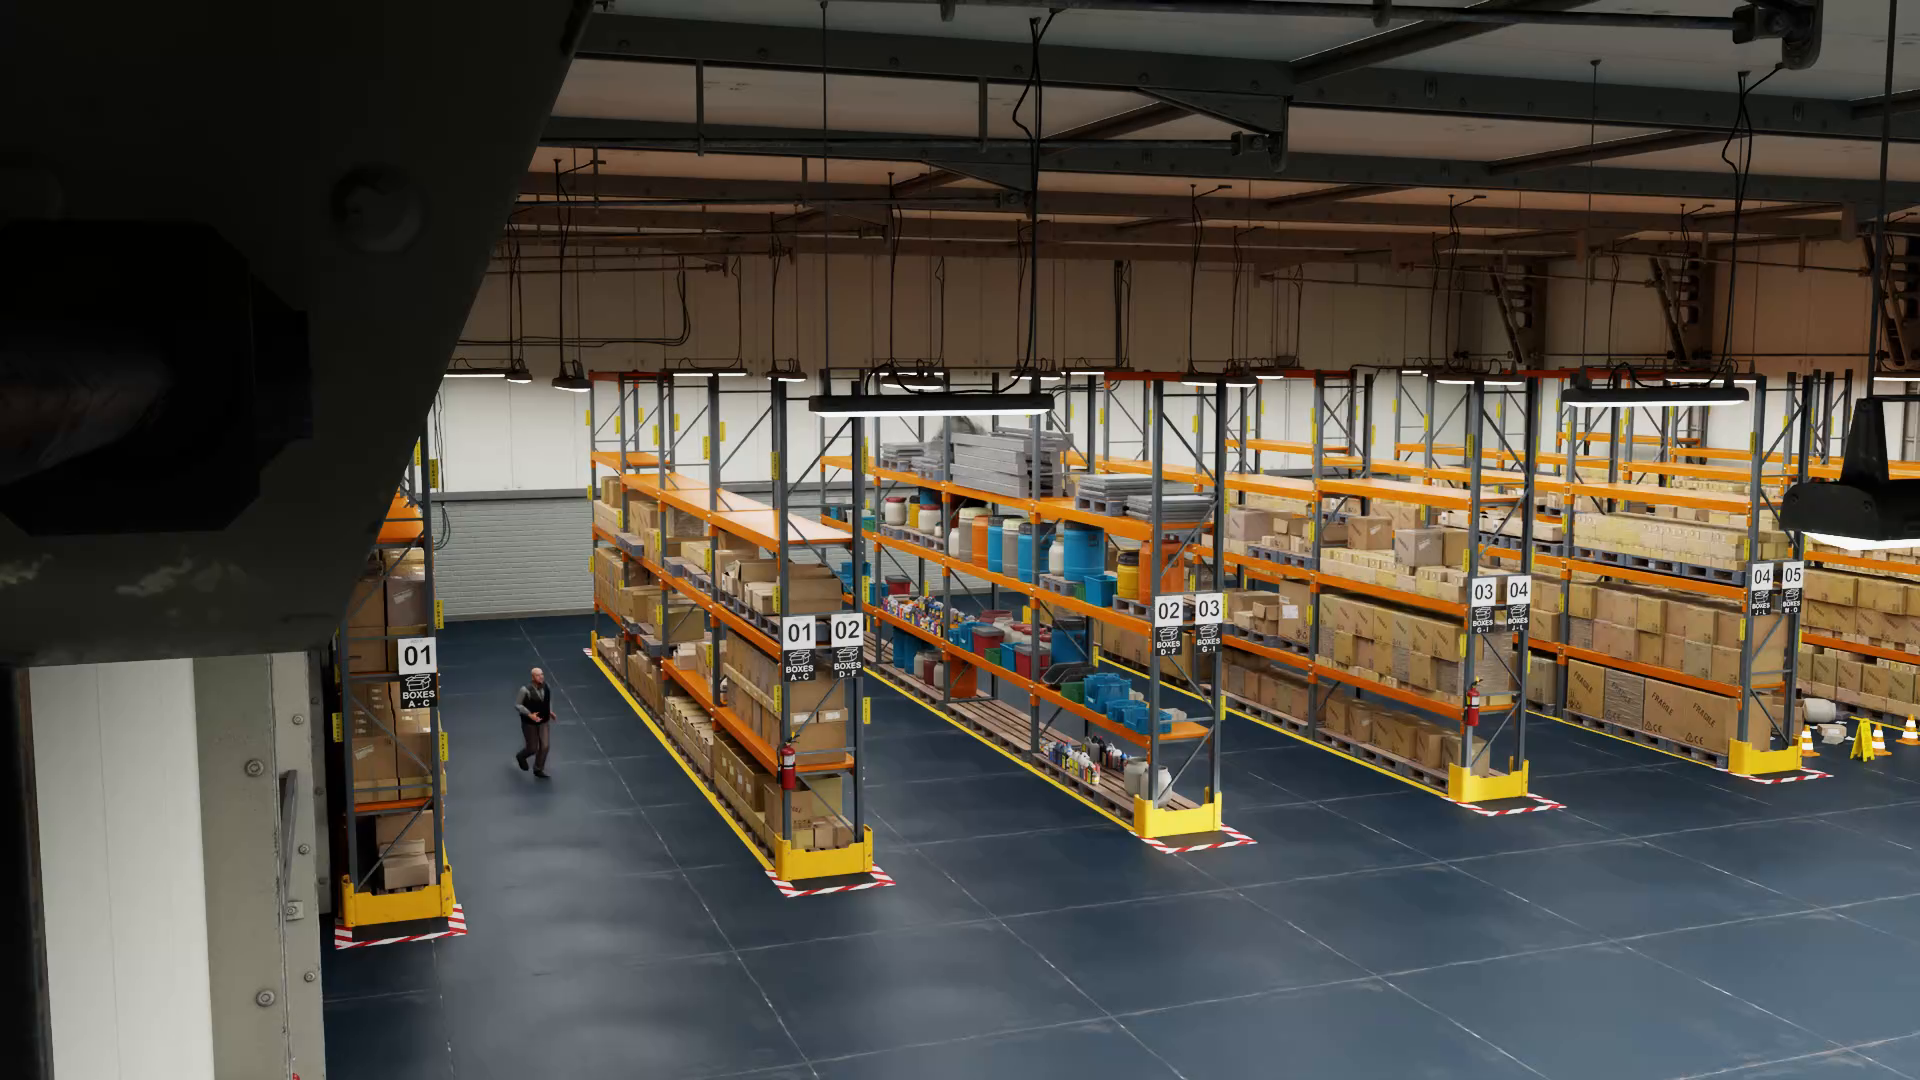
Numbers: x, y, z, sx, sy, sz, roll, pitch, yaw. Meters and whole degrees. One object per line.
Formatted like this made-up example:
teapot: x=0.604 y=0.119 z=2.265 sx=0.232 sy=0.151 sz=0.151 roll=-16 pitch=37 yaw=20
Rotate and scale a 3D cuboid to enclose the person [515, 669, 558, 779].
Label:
person: x=-6.374 y=2.737 z=24.932 sx=0.656 sy=1.667 sz=0.681 roll=-6 pitch=8 yaw=-41
